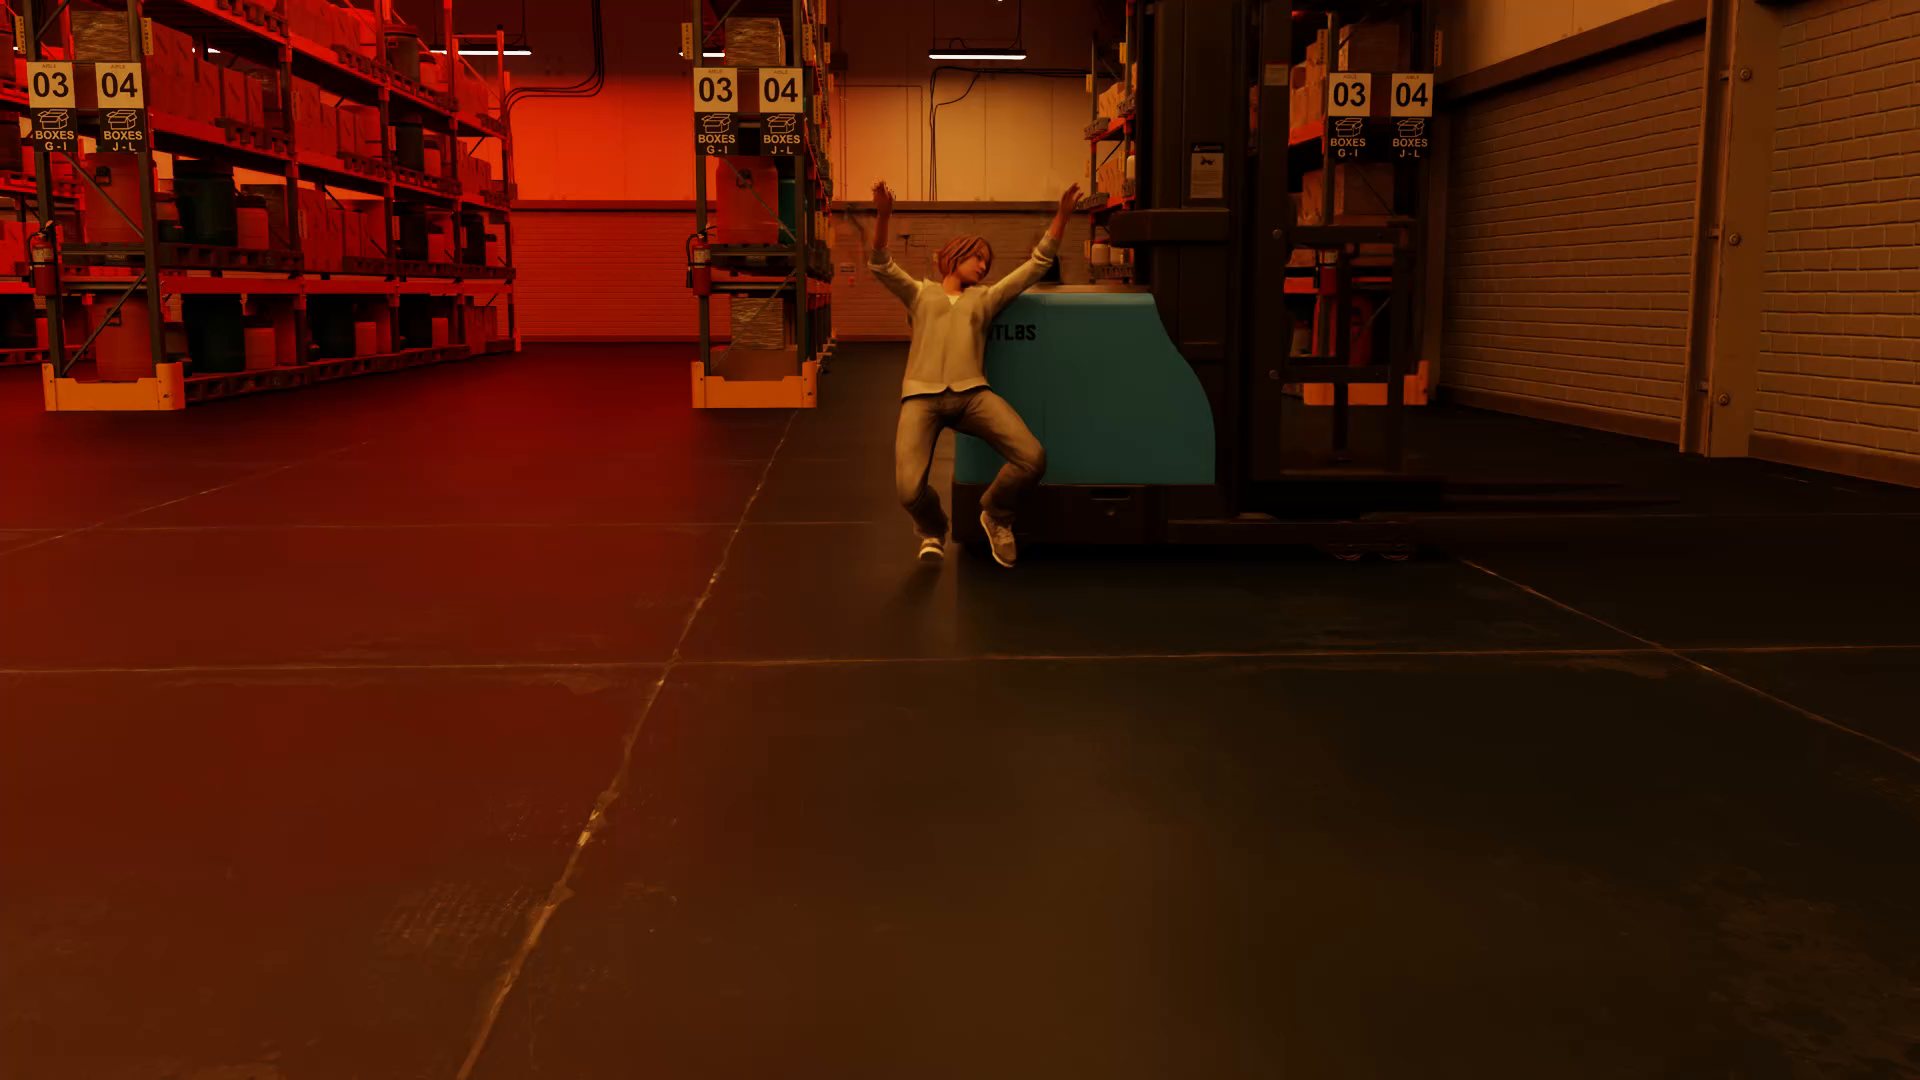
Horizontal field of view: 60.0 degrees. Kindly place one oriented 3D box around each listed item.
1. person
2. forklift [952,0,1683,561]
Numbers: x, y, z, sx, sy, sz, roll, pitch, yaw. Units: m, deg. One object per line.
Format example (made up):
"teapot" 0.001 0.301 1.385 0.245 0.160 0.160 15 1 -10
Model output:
"person" 0.055 -0.614 6.440 0.821 1.455 0.661 -1 8 -5
"forklift" 1.485 -1.442 7.041 3.031 2.935 1.130 0 8 0
